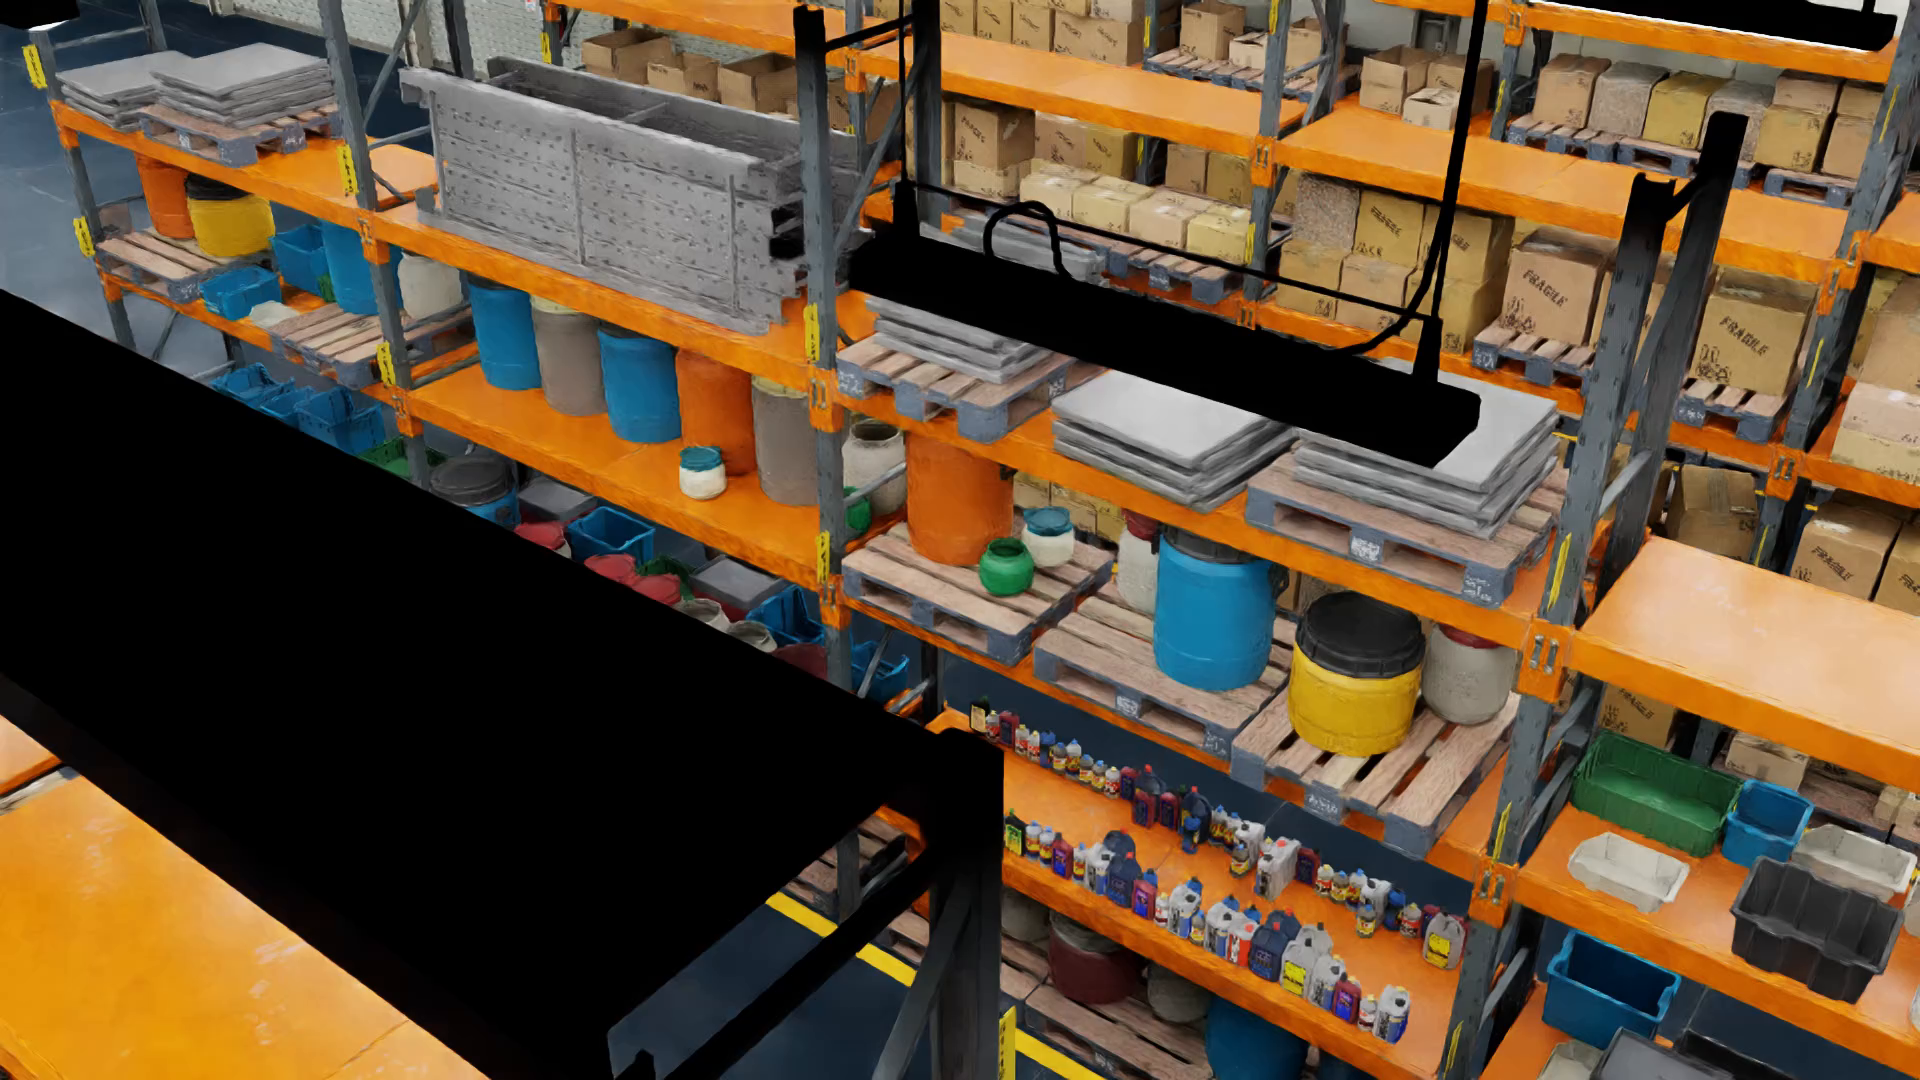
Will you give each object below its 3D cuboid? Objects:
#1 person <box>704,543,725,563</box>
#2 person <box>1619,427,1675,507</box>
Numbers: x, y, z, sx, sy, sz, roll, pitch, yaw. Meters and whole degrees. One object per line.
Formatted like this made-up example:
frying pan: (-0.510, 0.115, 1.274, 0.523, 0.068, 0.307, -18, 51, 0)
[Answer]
person: (-1.964, -0.156, 13.938, 0.529, 1.676, 0.682, 20, 37, 29)
person: (6.283, -1.133, 15.493, 1.116, 1.659, 0.543, 20, 37, 29)
